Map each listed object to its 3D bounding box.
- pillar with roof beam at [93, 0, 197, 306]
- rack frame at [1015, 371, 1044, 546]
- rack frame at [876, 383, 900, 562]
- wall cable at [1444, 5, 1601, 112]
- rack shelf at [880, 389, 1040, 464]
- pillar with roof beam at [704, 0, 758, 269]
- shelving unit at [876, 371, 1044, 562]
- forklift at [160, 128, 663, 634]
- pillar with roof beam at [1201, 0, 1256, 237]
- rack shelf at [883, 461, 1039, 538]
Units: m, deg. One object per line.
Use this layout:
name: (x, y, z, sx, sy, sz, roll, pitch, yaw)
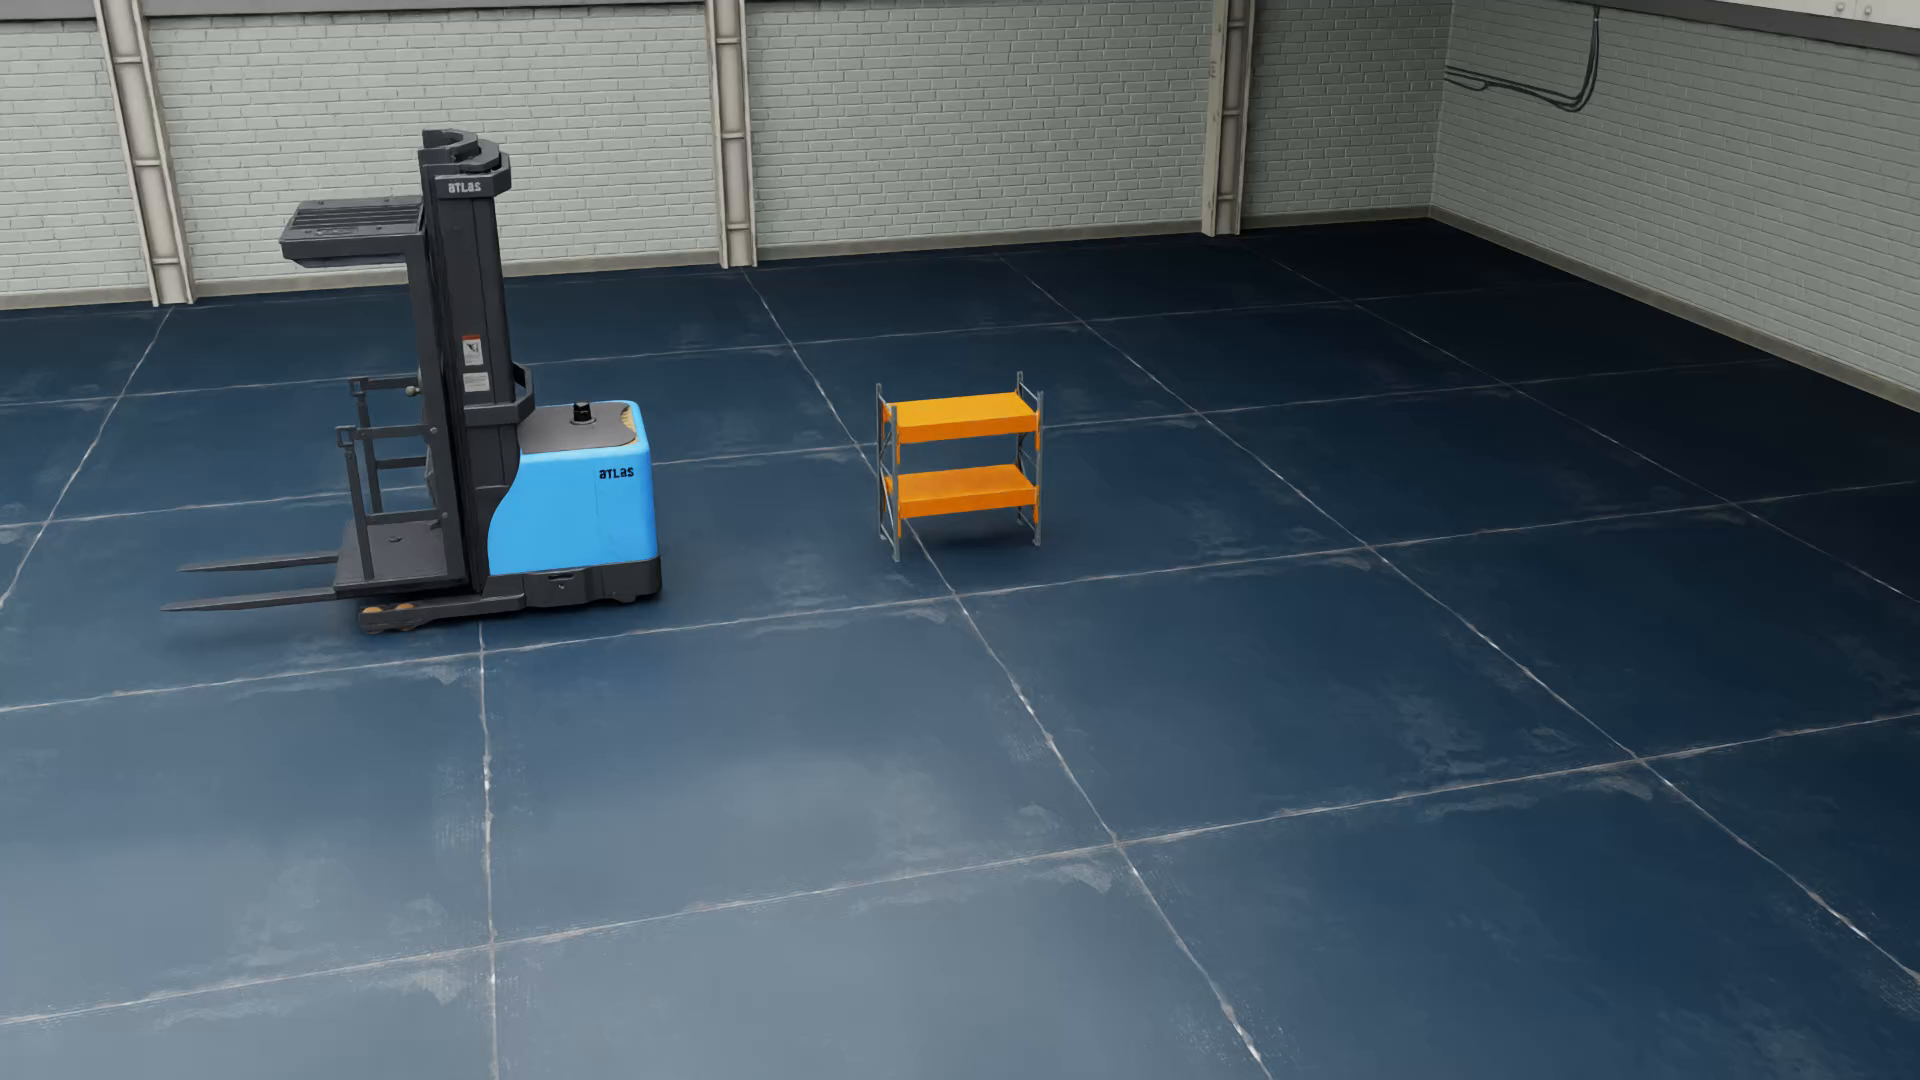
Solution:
pillar with roof beam: (-7.163, -5.032, 12.066, 0.400, 9.000, 9.100, -6, 24, -14)
rack frame: (0.483, -0.570, 11.653, 0.032, 1.125, 0.500, -6, 24, -14)
rack frame: (-0.496, -0.462, 11.400, 0.032, 1.125, 0.500, -6, 24, -14)
wall cable: (6.422, -6.330, 19.028, 0.112, 2.526, 3.097, -6, 24, -14)
rack shelf: (-0.007, -0.785, 11.411, 1.000, 0.278, 0.538, -6, 24, -14)
pillar with roof beam: (-1.386, -5.672, 13.556, 0.400, 9.000, 9.100, -6, 24, -14)
shelving unit: (-0.007, -0.516, 11.527, 1.048, 1.125, 0.538, -6, 24, -14)
forklift: (-3.516, -0.990, 10.339, 3.031, 2.935, 1.130, -6, 24, -13)
pillar with roof beam: (4.391, -6.311, 15.045, 0.400, 9.000, 9.100, -6, 24, -14)
rack shelf: (-0.007, -0.292, 11.623, 1.000, 0.278, 0.538, -6, 24, -14)
